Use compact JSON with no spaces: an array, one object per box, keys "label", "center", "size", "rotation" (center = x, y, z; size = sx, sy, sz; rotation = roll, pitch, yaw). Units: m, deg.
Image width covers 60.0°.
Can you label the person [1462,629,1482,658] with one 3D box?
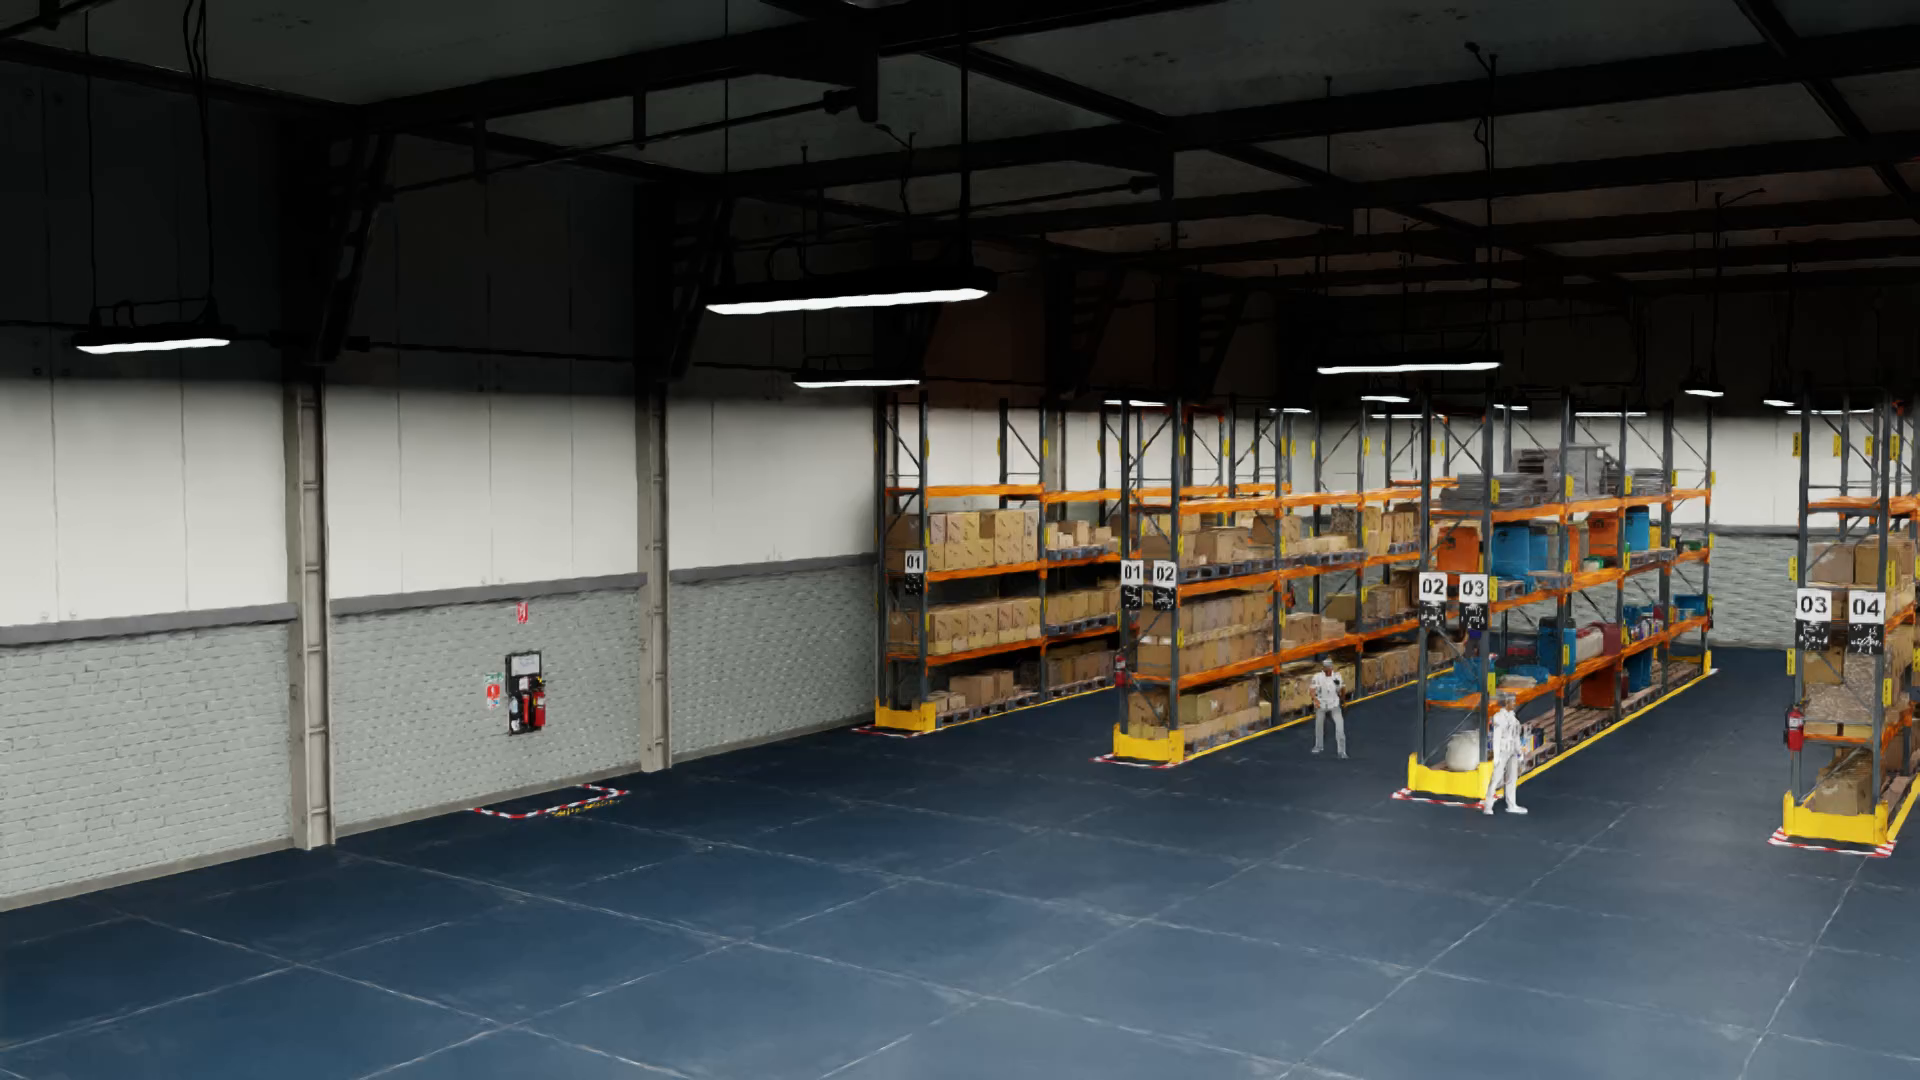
[{"label":"person","center":[11.168,2.209,36.031],"size":[0.592,1.604,0.518],"rotation":[2,4,32]}]

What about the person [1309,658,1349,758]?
[{"label":"person","center":[5.996,2.699,26.967],"size":[0.656,1.598,0.781],"rotation":[1,3,15]}]

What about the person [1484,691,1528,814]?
[{"label":"person","center":[7.449,2.901,22.757],"size":[0.605,1.677,0.453],"rotation":[-3,4,-43]}]
